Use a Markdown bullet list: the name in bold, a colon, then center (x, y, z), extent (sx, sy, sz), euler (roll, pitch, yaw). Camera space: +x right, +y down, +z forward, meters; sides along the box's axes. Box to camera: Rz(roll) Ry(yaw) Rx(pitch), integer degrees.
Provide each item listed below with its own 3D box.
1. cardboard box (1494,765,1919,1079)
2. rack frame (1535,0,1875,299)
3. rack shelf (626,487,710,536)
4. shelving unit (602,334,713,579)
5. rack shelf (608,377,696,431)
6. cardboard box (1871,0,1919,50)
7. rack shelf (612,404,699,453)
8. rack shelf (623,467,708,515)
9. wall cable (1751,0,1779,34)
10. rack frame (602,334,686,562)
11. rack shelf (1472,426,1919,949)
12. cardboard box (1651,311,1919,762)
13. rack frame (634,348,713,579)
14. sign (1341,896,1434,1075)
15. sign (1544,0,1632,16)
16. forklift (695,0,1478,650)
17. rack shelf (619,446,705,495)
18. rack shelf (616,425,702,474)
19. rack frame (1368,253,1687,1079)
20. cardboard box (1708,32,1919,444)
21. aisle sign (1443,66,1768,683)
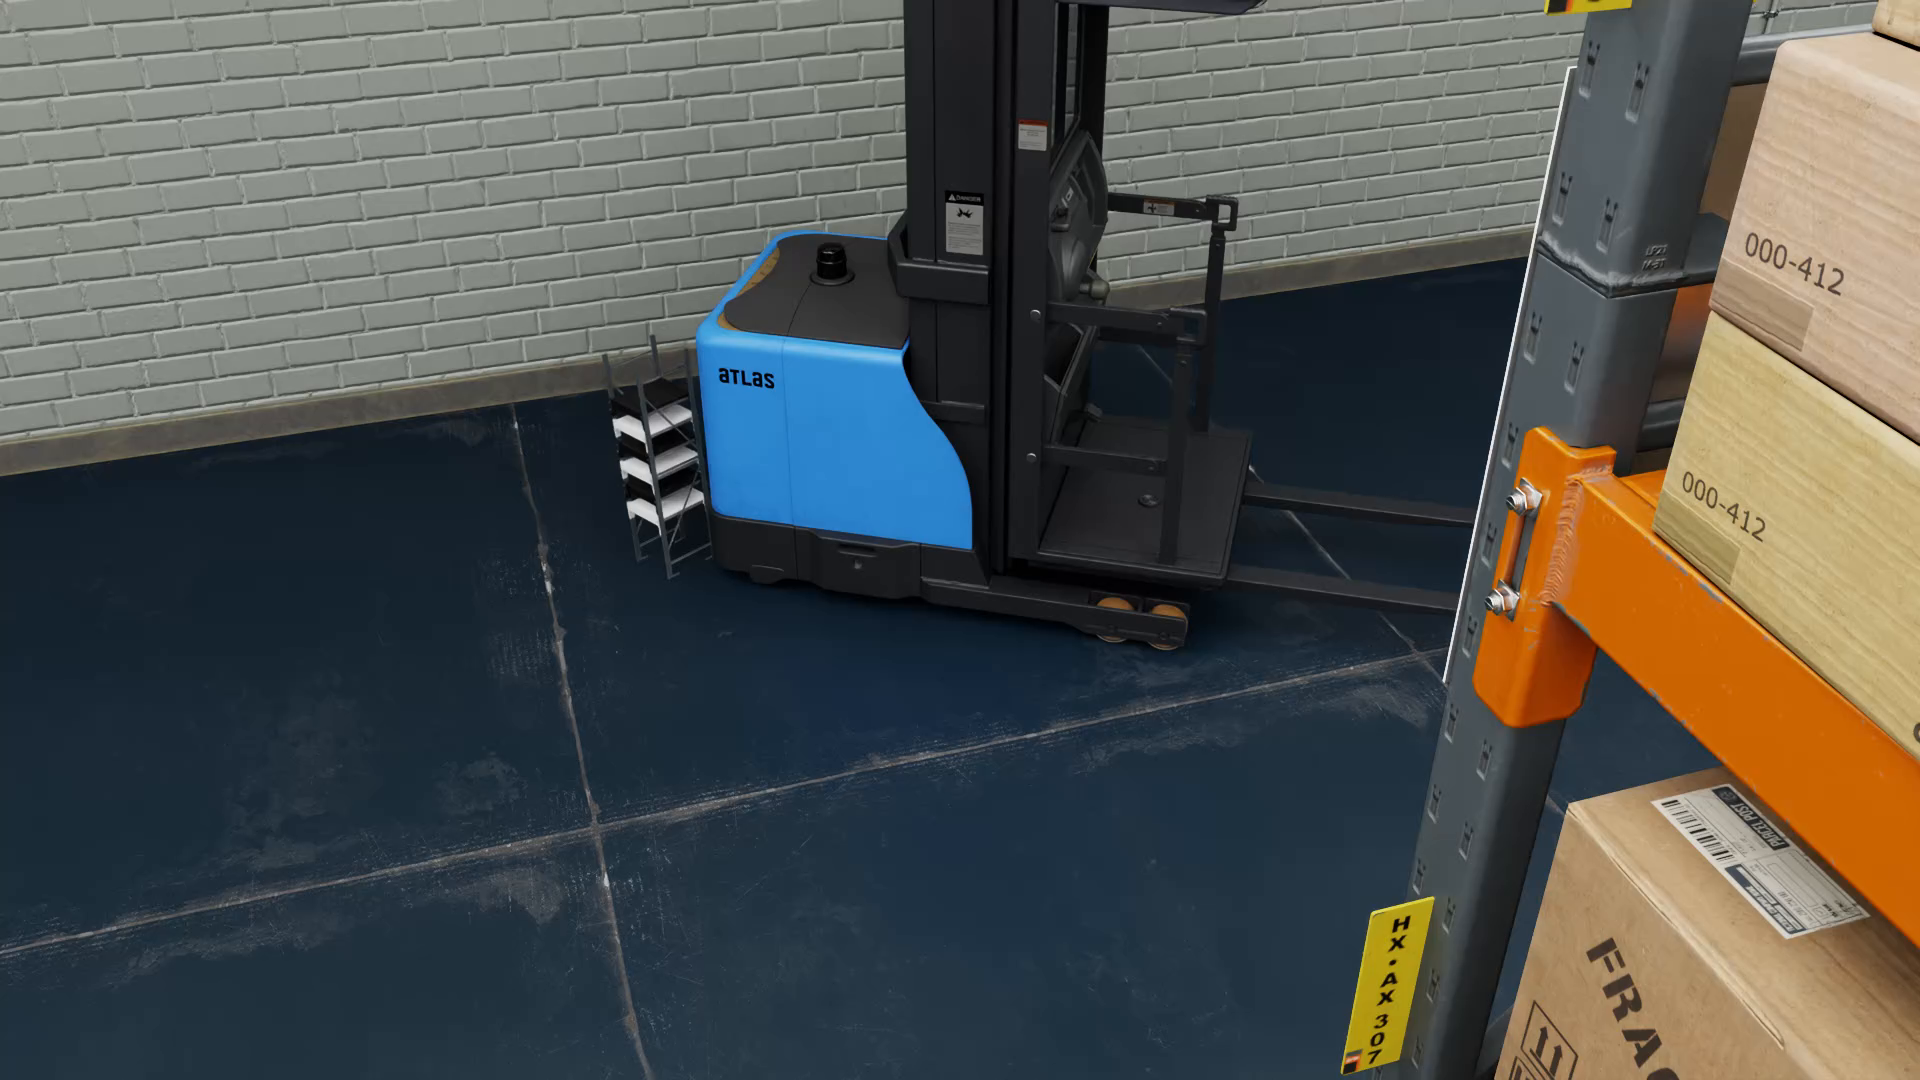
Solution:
- **cardboard box**: center (0.994, 0.589, 1.871), extent (0.500, 0.500, 0.500), euler (-10, 35, -15)
- **rack frame**: center (1.110, -1.612, 1.027), extent (1.000, 3.000, 0.127), euler (-10, 35, -15)
- **rack shelf**: center (-1.139, -0.131, 6.507), extent (0.200, 0.077, 0.258), euler (25, 41, 38)
- **shelving unit**: center (-1.149, -0.314, 6.398), extent (0.210, 0.900, 0.258), euler (25, 41, 38)
- **rack shelf**: center (-1.159, -0.517, 6.276), extent (0.200, 0.077, 0.258), euler (25, 41, 38)
- **cardboard box**: center (0.992, -0.464, 1.332), extent (0.380, 0.149, 0.250), euler (-10, 35, -15)
- **rack shelf**: center (-1.155, -0.439, 6.322), extent (0.200, 0.077, 0.258), euler (25, 41, 38)
- **rack shelf**: center (-1.143, -0.208, 6.461), extent (0.200, 0.077, 0.258), euler (25, 41, 38)
- **wall cable**: center (4.051, -3.388, 8.206), extent (0.585, 1.953, 0.123), euler (-10, 35, -15)
- **rack frame**: center (-1.222, -0.347, 6.460), extent (0.006, 0.900, 0.240), euler (25, 41, 38)
- **rack shelf**: center (1.720, 0.990, 0.463), extent (1.077, 0.370, 4.000), euler (-10, 35, -15)
- **cardboard box**: center (1.003, -0.019, 1.473), extent (0.500, 0.250, 0.500), euler (-9, 34, -13)
- **rack frame**: center (-1.076, -0.280, 6.335), extent (0.006, 0.900, 0.240), euler (25, 41, 38)
- **sign**: center (0.593, 0.621, 2.304), extent (0.100, 0.325, 0.005), euler (-10, 35, -15)
- **sign**: center (0.593, -0.634, 1.474), extent (0.100, 0.325, 0.005), euler (-10, 35, -15)
- **forklift**: center (0.605, -1.141, 5.818), extent (3.031, 2.935, 1.130), euler (8, 34, 11)
- **rack shelf**: center (-1.147, -0.285, 6.415), extent (0.200, 0.077, 0.258), euler (25, 41, 38)
- **rack shelf**: center (-1.151, -0.362, 6.368), extent (0.200, 0.077, 0.258), euler (25, 41, 38)
- **rack frame**: center (1.110, 0.891, 2.680), extent (1.000, 3.000, 0.127), euler (-10, 35, -15)
- **cardboard box**: center (0.999, -0.227, 1.334), extent (0.500, 0.250, 0.500), euler (-9, 35, -14)
- **aisle sign**: center (0.802, -0.181, 1.945), extent (0.394, 0.787, 0.004), euler (-10, 35, -15)
